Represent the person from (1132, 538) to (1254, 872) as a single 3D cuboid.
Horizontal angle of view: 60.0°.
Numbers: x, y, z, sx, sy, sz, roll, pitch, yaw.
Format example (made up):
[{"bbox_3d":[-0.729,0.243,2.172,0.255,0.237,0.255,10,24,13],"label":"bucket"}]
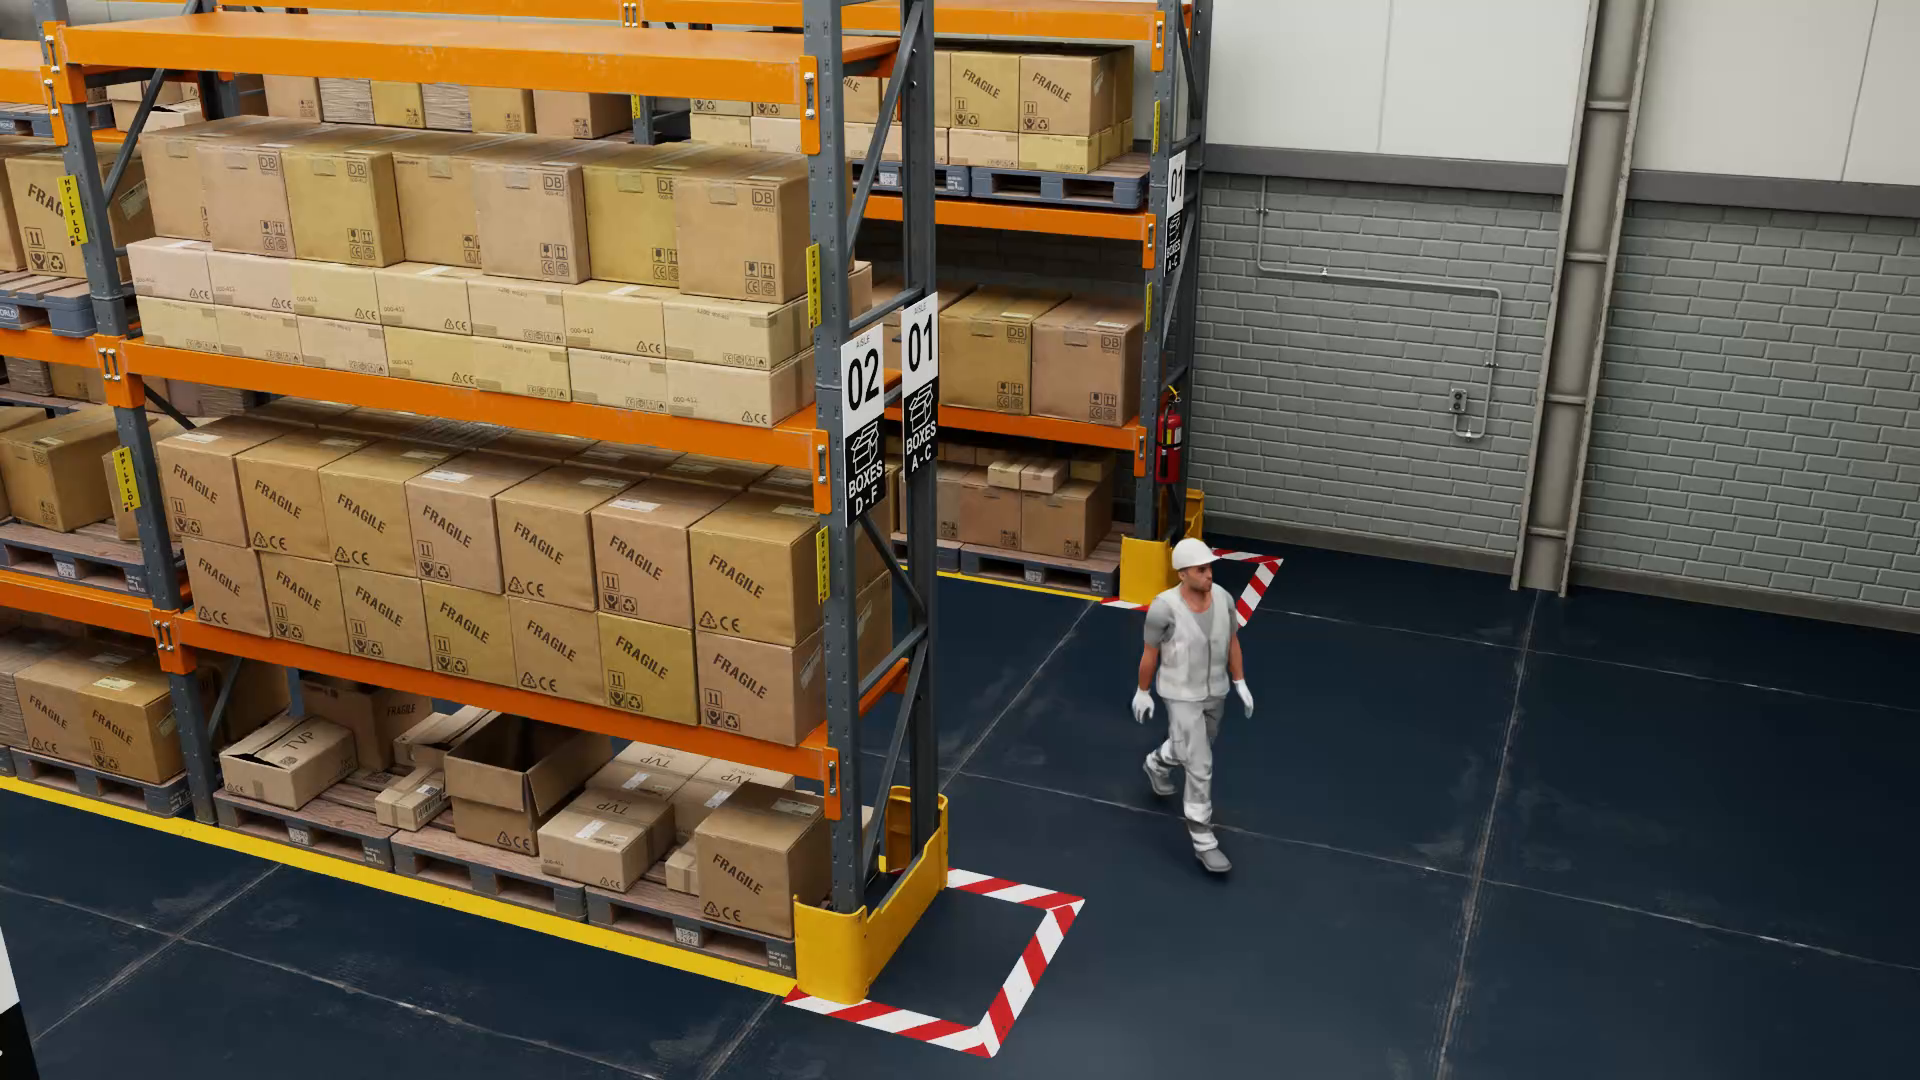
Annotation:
[{"bbox_3d":[1.258,0.812,8.914,0.581,1.754,1.012,-12,25,-27],"label":"person"}]
